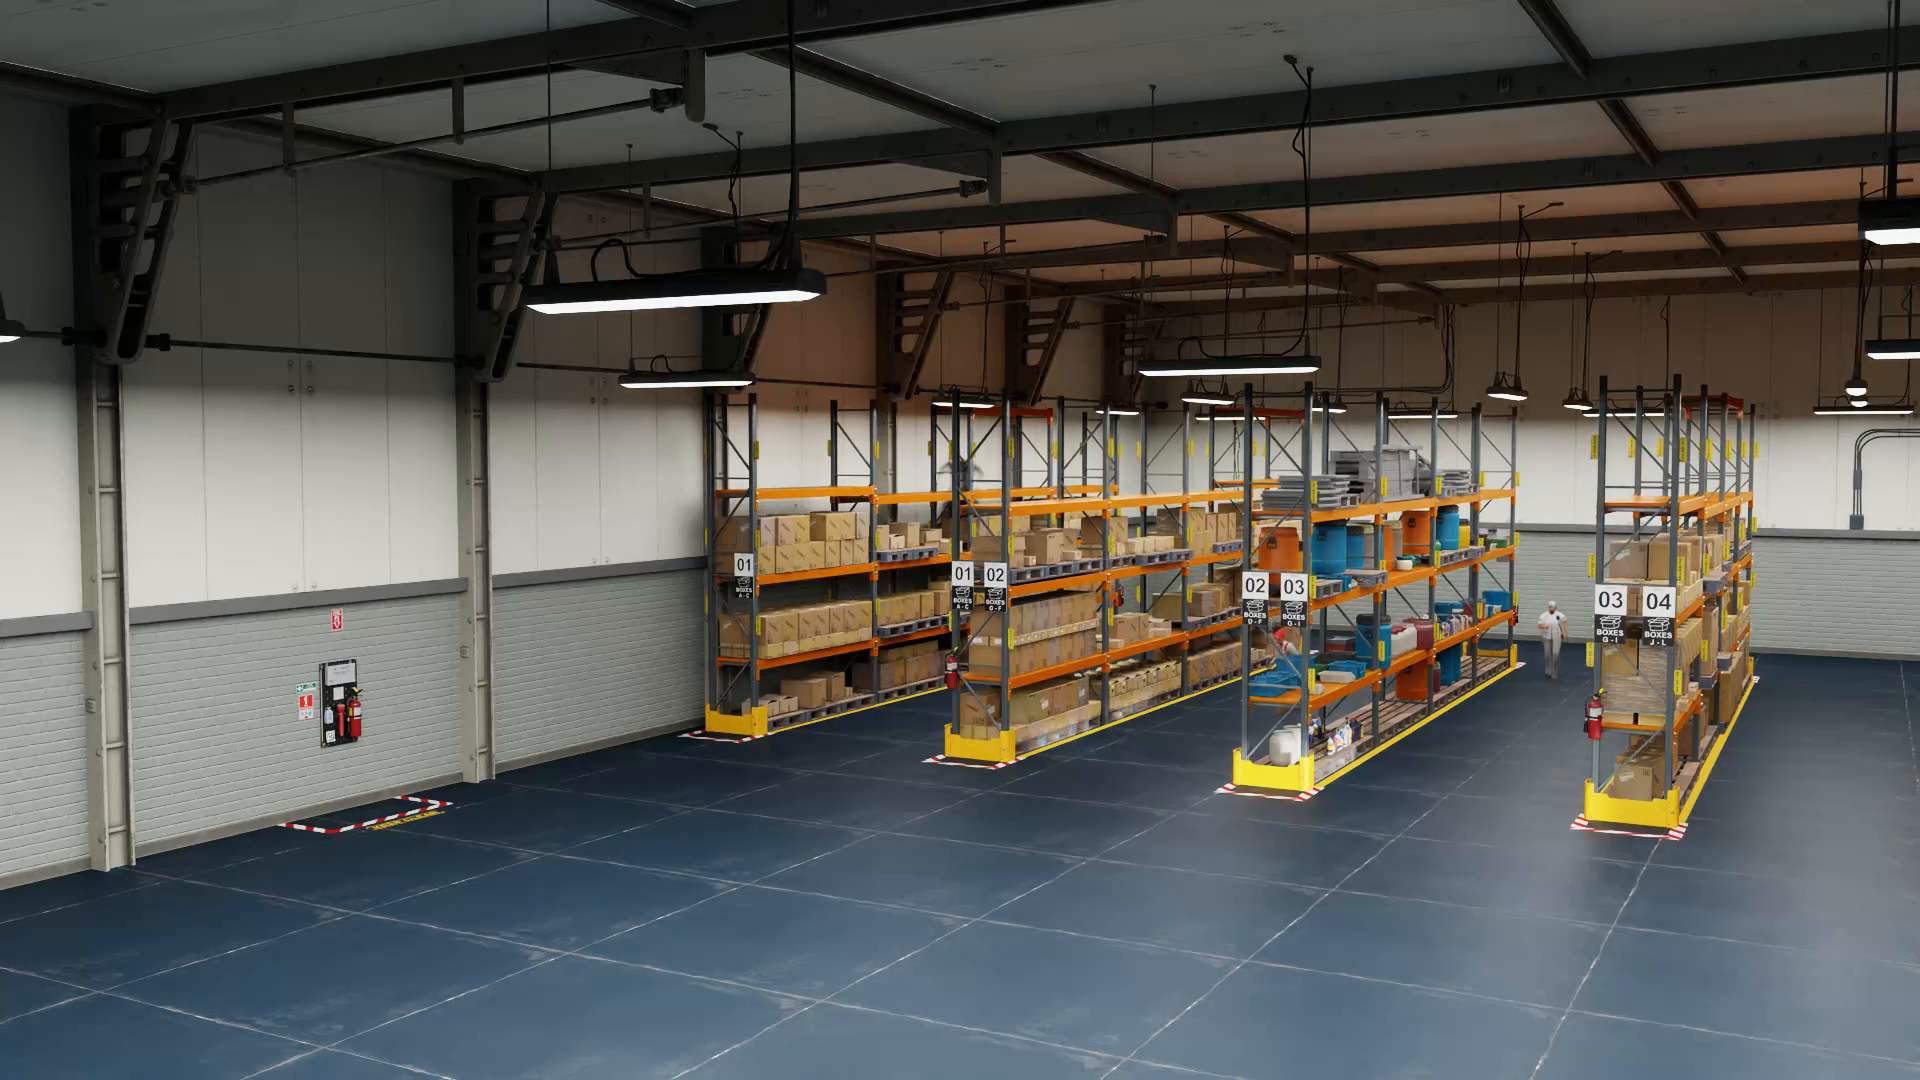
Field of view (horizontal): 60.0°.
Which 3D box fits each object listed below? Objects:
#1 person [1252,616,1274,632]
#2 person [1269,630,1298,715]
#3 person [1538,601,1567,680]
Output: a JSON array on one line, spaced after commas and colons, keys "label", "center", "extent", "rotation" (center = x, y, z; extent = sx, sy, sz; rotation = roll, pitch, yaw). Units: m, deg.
[{"label": "person", "center": [7.785, 1.865, 42.986], "extent": [1.043, 1.716, 0.749], "rotation": [3, 4, 42]}, {"label": "person", "center": [6.247, 2.483, 31.708], "extent": [0.687, 1.609, 1.132], "rotation": [2, 4, 38]}, {"label": "person", "center": [13.014, 2.197, 36.560], "extent": [0.592, 1.724, 0.840], "rotation": [1, 3, 24]}]
